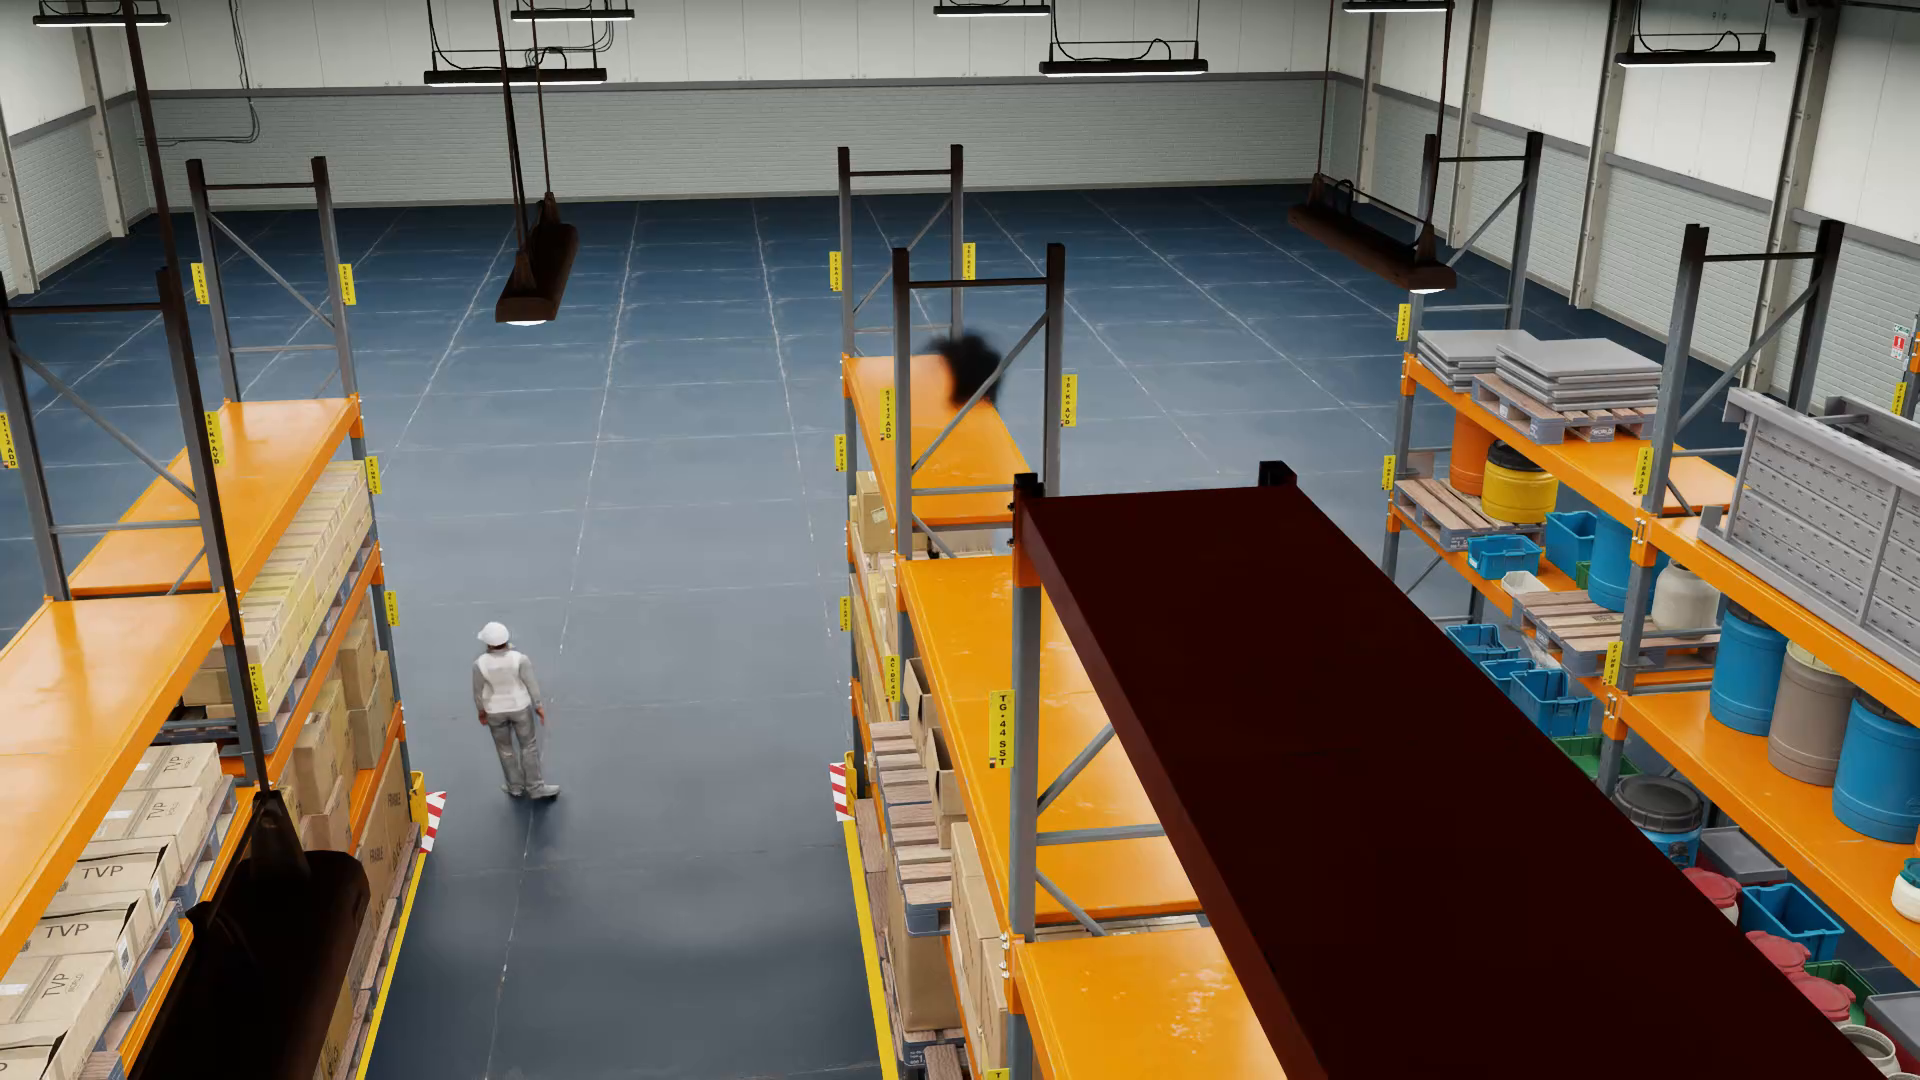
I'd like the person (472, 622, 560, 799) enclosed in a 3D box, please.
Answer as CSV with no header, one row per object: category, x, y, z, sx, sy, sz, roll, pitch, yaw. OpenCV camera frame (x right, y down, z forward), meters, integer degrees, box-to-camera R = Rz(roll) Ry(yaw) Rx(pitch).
person,-4.110,1.574,15.321,0.691,1.796,0.471,-4,22,-11

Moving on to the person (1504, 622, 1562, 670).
person,5.693,1.208,16.377,0.699,1.619,0.905,-20,29,-40
